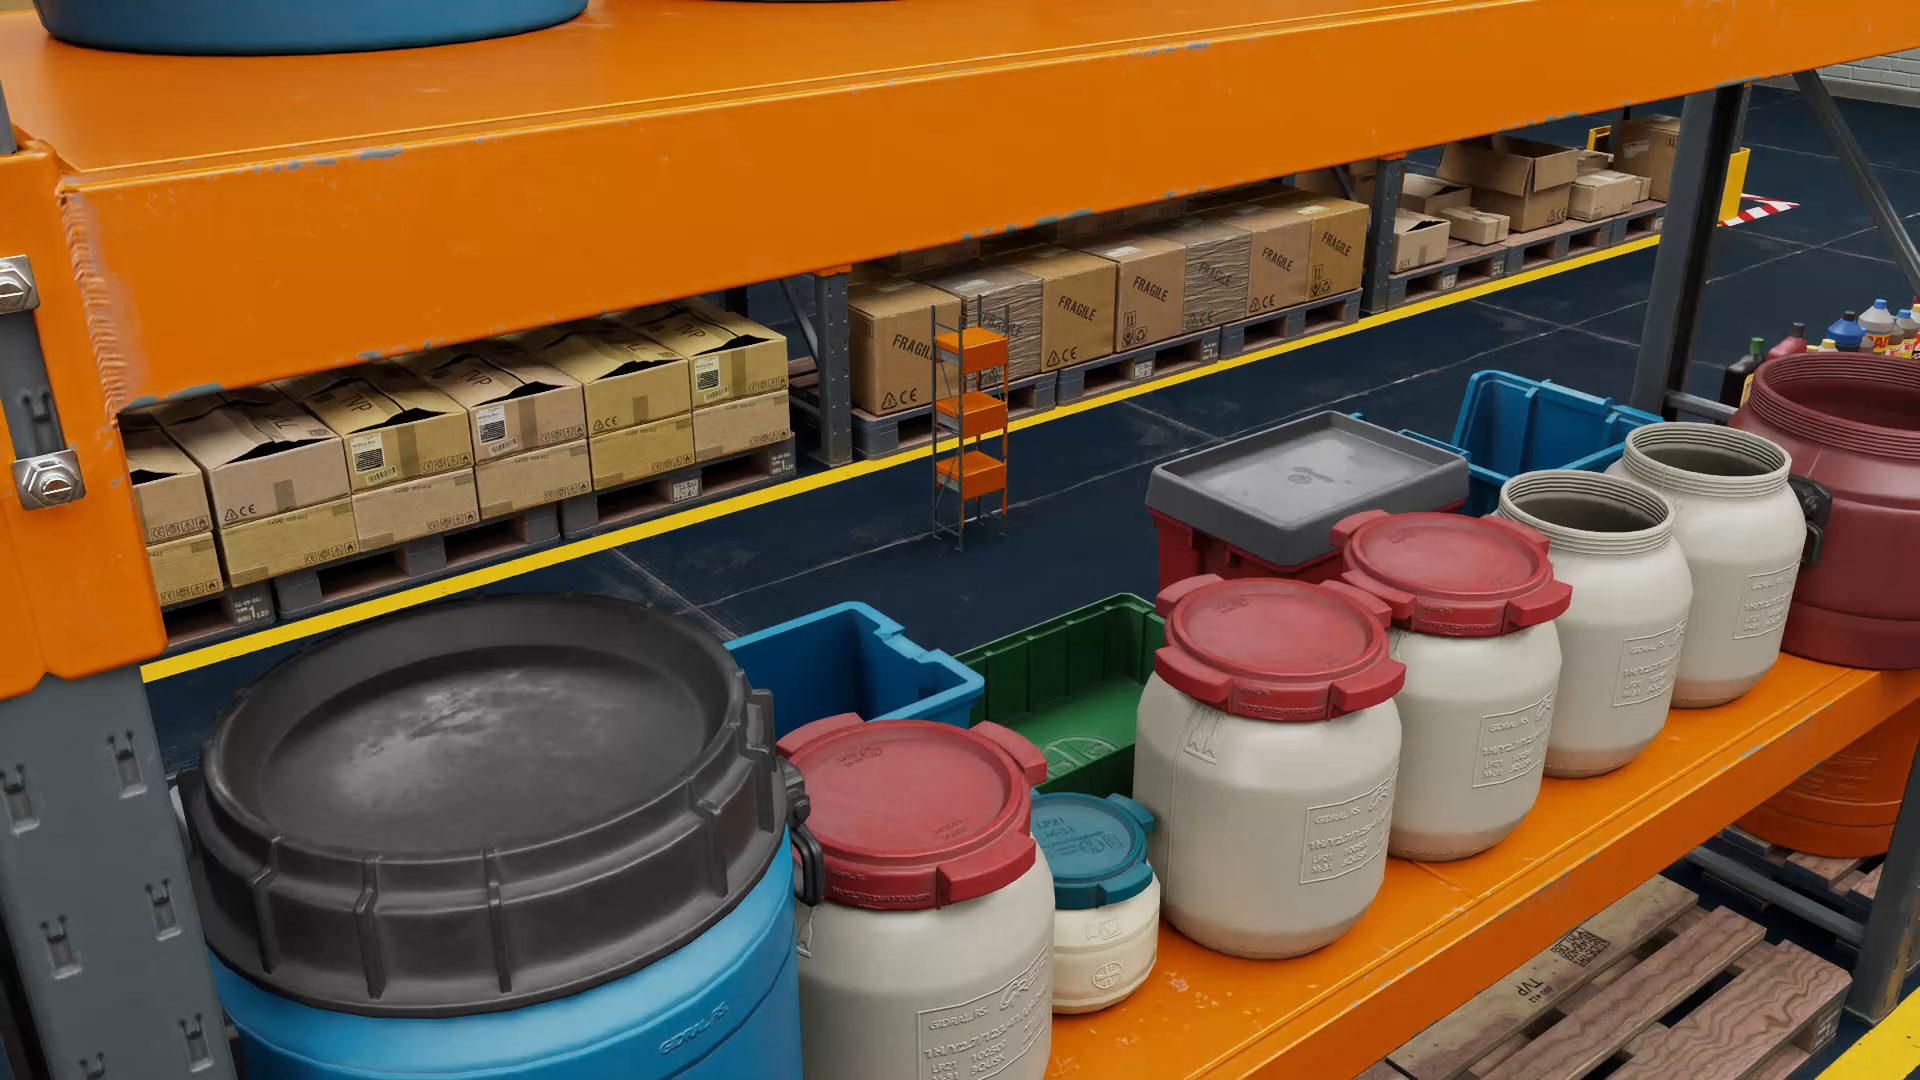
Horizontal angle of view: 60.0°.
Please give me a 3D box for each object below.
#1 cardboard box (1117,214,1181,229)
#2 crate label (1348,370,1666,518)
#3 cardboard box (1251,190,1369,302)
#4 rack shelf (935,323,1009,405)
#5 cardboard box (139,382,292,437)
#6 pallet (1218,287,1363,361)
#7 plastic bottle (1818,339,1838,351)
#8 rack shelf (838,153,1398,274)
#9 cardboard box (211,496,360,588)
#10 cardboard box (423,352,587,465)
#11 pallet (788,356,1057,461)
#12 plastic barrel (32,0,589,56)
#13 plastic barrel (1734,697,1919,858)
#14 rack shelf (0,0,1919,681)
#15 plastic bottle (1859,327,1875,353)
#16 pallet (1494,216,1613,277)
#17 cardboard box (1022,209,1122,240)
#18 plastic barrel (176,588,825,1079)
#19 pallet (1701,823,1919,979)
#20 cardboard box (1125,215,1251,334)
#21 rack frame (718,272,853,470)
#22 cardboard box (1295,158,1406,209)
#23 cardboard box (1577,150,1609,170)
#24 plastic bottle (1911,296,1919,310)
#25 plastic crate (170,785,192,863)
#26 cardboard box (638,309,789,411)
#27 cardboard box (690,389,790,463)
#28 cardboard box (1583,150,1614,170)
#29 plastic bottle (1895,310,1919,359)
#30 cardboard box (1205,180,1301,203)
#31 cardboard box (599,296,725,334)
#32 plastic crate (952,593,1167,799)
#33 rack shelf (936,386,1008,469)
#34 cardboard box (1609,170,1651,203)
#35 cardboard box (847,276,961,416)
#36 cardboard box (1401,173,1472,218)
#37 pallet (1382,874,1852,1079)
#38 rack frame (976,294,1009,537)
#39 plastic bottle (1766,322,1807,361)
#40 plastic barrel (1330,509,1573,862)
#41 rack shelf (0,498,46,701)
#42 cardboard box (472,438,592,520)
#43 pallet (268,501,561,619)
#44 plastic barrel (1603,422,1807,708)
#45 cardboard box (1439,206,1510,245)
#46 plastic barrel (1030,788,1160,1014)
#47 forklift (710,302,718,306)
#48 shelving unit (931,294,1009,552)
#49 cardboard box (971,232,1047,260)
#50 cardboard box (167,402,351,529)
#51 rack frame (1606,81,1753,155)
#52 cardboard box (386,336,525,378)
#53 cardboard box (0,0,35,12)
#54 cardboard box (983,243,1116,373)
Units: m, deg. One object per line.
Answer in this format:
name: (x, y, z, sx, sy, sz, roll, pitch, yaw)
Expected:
cardboard box: (0.931, -1.670, 9.732, 0.500, 0.500, 0.500, -18, 30, -33)
crate label: (1.230, -0.085, 3.829, 0.616, 0.435, 0.502, -18, 31, -34)
cardboard box: (2.062, -1.761, 9.928, 0.500, 0.500, 0.500, -18, 31, -34)
rack shelf: (0.042, -0.738, 6.944, 0.240, 0.259, 0.215, -18, 31, -34)
cardboard box: (-3.081, -0.504, 6.875, 0.500, 0.311, 0.500, -18, 31, -34)
pallet: (1.656, -1.430, 10.080, 1.213, 0.211, 1.003, -18, 31, -34)
plastic bottle: (2.594, -0.503, 5.007, 0.097, 0.201, 0.097, 0, 25, 0)
rack shelf: (0.699, -2.073, 9.008, 4.000, 0.370, 1.077, -18, 31, -34)
cardboard box: (-2.743, -0.074, 6.614, 0.500, 0.250, 0.500, -19, 31, -36)
cardboard box: (-1.939, -0.592, 7.064, 0.500, 0.311, 0.500, -18, 31, -34)
pallet: (-0.264, -0.796, 8.715, 1.213, 0.211, 1.003, -18, 31, -34)
plastic barrel: (-0.702, -0.991, 1.663, 0.708, 0.901, 0.600, -18, 31, -34)
plastic barrel: (2.554, 0.423, 4.853, 0.708, 0.830, 0.600, -18, 31, -34)
rack shelf: (0.605, -0.752, 2.600, 4.000, 0.370, 1.077, -18, 31, -34)
plastic bottle: (2.748, -0.554, 5.116, 0.097, 0.201, 0.097, 0, 25, 0)
pallet: (3.775, -2.150, 11.633, 1.213, 0.211, 1.003, -18, 31, -34)
cardboard box: (0.561, -1.889, 9.314, 0.500, 0.250, 0.500, -19, 31, -35)
plastic barrel: (-0.478, 0.574, 1.855, 0.708, 0.901, 0.600, -18, 31, -34)
pallet: (2.774, 0.809, 5.257, 1.213, 0.211, 1.003, -18, 31, -34)
cardboard box: (1.273, -1.505, 9.377, 0.500, 0.500, 0.500, -18, 30, -33)
rack frame: (-0.875, -1.880, 7.737, 0.127, 3.000, 1.000, -18, 31, -34)
cardboard box: (2.546, -2.226, 10.931, 0.500, 0.500, 0.500, -18, 31, -34)
cardboard box: (4.424, -2.733, 12.319, 0.500, 0.250, 0.500, -18, 31, -34)
plastic bottle: (3.134, -0.728, 5.394, 0.133, 0.283, 0.061, -18, 31, -34)
plastic crate: (-0.776, 0.545, 2.436, 0.583, 0.464, 0.402, -18, 31, -34)
cardboard box: (-1.135, -0.860, 7.640, 0.500, 0.311, 0.500, -17, 30, -33)
cardboard box: (-1.138, -0.605, 7.759, 0.500, 0.250, 0.500, -17, 30, -33)
cardboard box: (4.879, -2.869, 12.733, 0.250, 0.149, 0.380, -18, 31, -34)
plastic bottle: (2.977, -0.630, 5.279, 0.097, 0.201, 0.097, 0, 25, 0)
cardboard box: (1.742, -1.939, 10.312, 0.500, 0.500, 0.500, -20, 31, -36)
cardboard box: (-1.468, -1.038, 8.026, 0.500, 0.311, 0.500, -17, 30, -32)
plastic crate: (0.228, 0.352, 3.181, 0.662, 0.188, 0.450, -18, 31, -34)
rack shelf: (0.042, -0.480, 7.063, 0.240, 0.259, 0.215, -18, 31, -34)
cardboard box: (4.771, -2.574, 12.076, 0.250, 0.166, 0.380, -18, 31, -34)
cardboard box: (-0.340, -0.969, 8.221, 0.500, 0.500, 0.500, -17, 30, -32)
cardboard box: (3.137, -2.335, 11.390, 0.500, 0.311, 0.500, -18, 31, -34)
pallet: (1.545, 1.216, 4.380, 1.213, 0.211, 1.003, -18, 31, -34)
rack frame: (0.138, -0.522, 7.127, 0.008, 1.050, 0.200, -18, 31, -34)
plastic bottle: (2.416, -0.491, 4.884, 0.133, 0.283, 0.061, -18, 31, -34)
plastic barrel: (0.837, 0.261, 2.963, 0.433, 0.535, 0.433, 0, 25, 0)
rack shelf: (-2.542, 0.287, 0.361, 4.000, 0.370, 1.077, -18, 31, -34)
cardboard box: (-1.939, -0.341, 7.188, 0.500, 0.250, 0.500, -17, 30, -33)
pallet: (-2.506, -0.099, 7.212, 1.213, 0.211, 1.003, -18, 31, -34)
plastic barrel: (1.501, 0.050, 3.447, 0.421, 0.512, 0.421, 0, 25, 0)
cardboard box: (3.411, -2.098, 11.051, 0.250, 0.166, 0.380, -18, 31, -34)
plastic barrel: (0.168, 0.571, 2.621, 0.301, 0.262, 0.301, 0, 25, 0)
forklift: (-2.775, -2.194, 8.495, 3.031, 2.935, 1.130, -19, 31, -36)
shelving unit: (0.042, -0.490, 7.059, 0.252, 1.050, 0.215, -18, 31, -34)
cardboard box: (0.124, -1.400, 9.151, 0.500, 0.500, 0.500, -20, 31, -36)
cardboard box: (-2.740, -0.326, 6.491, 0.500, 0.311, 0.500, -19, 31, -36)
rack frame: (5.421, -3.958, 12.215, 0.127, 3.000, 1.000, -18, 31, -34)
cardboard box: (-2.279, -0.767, 7.442, 0.500, 0.311, 0.500, -19, 31, -35)
cardboard box: (-5.717, -3.171, 9.877, 0.500, 0.500, 0.700, -14, 28, -27)
cardboard box: (0.466, -1.235, 8.795, 0.500, 0.500, 0.500, -19, 31, -35)
